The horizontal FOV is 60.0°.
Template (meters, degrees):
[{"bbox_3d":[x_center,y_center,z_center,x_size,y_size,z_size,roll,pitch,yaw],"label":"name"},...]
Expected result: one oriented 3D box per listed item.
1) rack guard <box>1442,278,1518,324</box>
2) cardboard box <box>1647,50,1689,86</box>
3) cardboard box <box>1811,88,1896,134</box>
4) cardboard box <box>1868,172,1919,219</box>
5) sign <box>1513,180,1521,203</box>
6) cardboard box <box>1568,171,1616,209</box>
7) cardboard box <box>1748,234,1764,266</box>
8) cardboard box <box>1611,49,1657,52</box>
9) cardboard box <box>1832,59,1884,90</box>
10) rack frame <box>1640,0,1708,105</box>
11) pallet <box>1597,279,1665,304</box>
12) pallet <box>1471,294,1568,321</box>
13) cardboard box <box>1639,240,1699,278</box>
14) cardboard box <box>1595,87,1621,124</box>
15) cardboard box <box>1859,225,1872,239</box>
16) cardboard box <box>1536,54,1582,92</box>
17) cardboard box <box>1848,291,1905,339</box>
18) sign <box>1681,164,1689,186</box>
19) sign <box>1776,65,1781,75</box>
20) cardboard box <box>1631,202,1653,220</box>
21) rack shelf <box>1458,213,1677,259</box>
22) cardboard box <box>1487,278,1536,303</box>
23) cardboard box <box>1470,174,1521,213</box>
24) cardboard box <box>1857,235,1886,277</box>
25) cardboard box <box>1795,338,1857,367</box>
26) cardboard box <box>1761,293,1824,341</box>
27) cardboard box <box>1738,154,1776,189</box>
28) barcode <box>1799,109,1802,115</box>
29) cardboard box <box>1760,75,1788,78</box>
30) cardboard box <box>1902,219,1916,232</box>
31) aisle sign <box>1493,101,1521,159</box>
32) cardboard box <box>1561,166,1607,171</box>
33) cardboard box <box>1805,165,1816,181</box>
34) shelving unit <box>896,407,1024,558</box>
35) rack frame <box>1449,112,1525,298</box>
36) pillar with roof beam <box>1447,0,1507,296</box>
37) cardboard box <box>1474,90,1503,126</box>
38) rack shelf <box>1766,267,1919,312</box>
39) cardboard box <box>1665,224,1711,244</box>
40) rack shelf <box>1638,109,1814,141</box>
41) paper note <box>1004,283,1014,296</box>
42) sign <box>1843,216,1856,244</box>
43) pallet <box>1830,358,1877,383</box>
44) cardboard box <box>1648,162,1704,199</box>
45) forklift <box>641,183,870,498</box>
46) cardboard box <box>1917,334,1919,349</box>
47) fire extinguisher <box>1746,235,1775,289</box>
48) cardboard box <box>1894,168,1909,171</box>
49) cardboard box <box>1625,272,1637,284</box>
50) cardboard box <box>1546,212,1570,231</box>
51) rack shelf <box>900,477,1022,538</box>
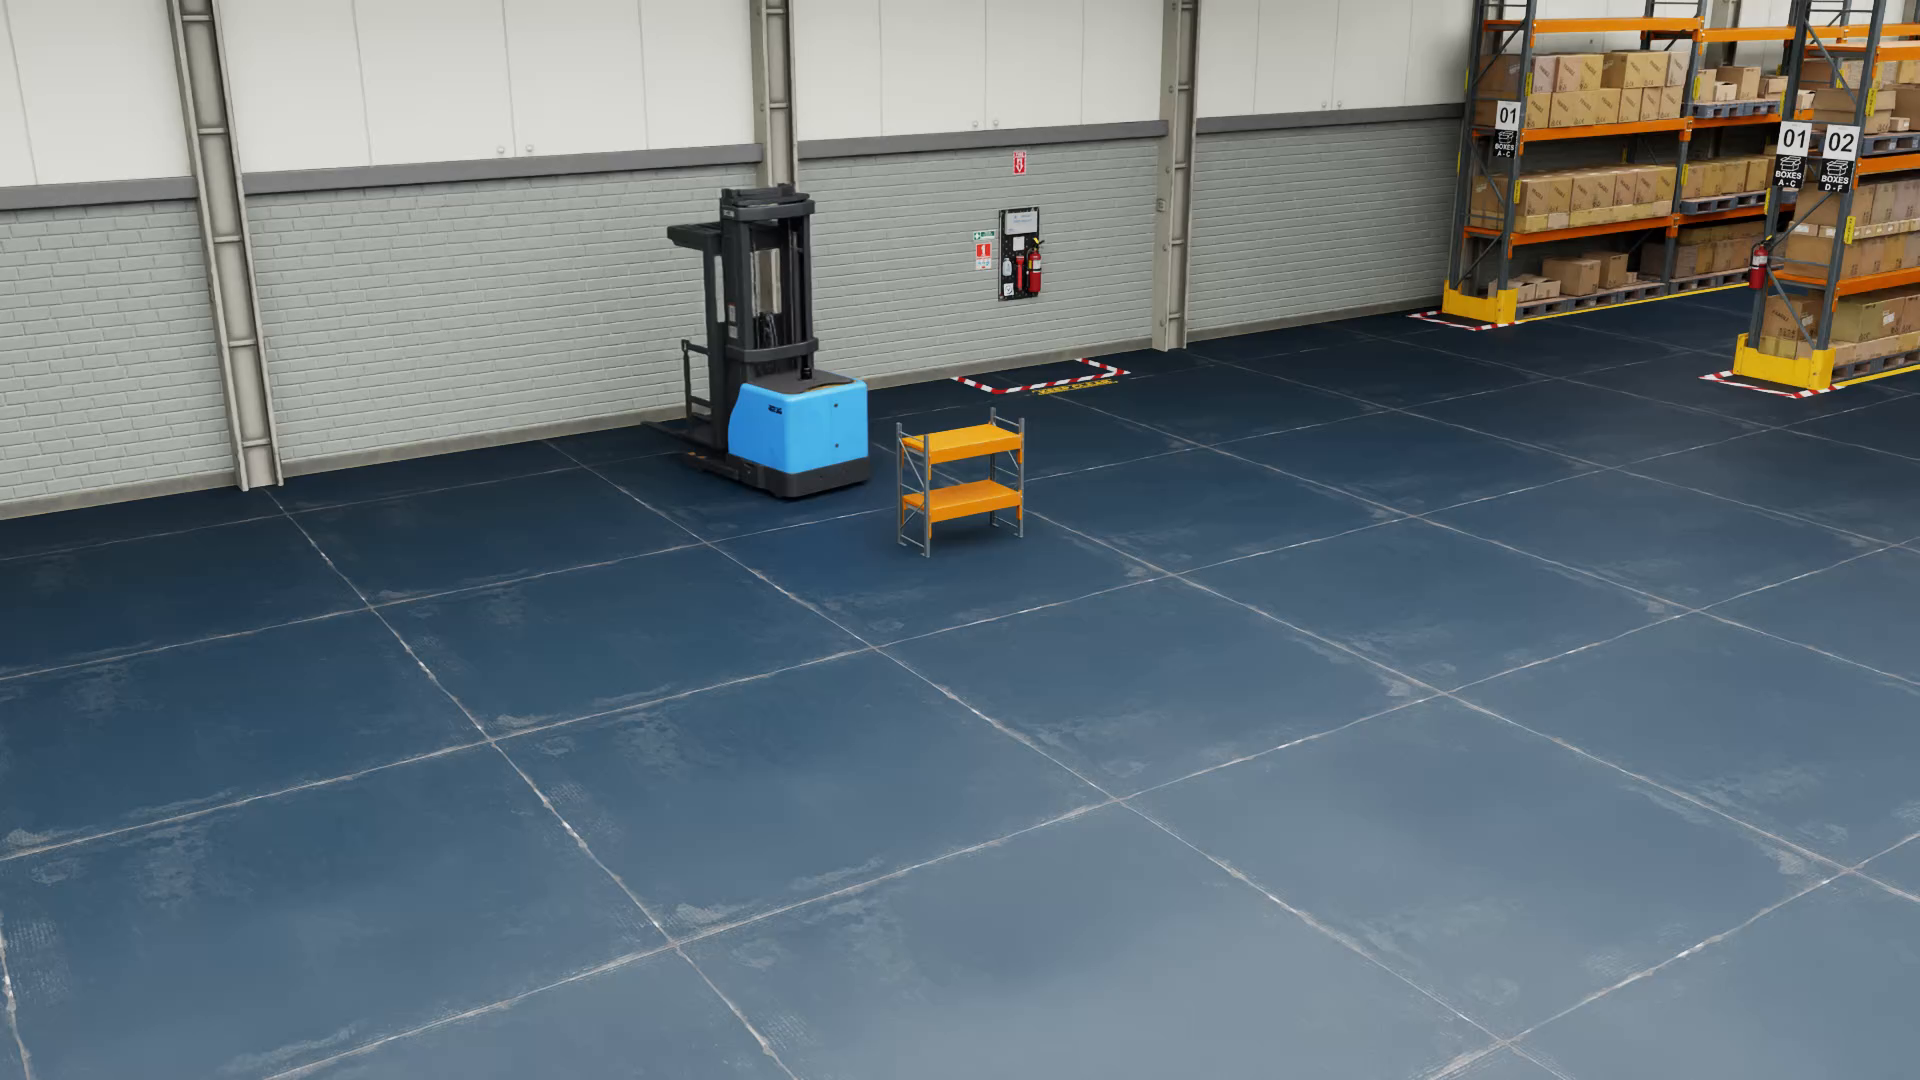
[{"bbox_3d":[7.870,-3.631,25.204,0.348,0.500,1.175,-12,22,-31],"label":"rack guard"},{"bbox_3d":[10.878,-7.297,25.713,0.500,0.500,0.500,-14,23,-36],"label":"cardboard box"},{"bbox_3d":[11.016,-5.313,20.556,0.637,0.503,0.797,-10,21,-28],"label":"cardboard box"},{"bbox_3d":[12.250,-4.499,21.686,0.500,0.500,0.700,-12,22,-31],"label":"cardboard box"},{"bbox_3d":[8.105,-5.067,24.196,0.005,0.325,0.100,-12,22,-31],"label":"sign"},{"bbox_3d":[9.648,-5.367,25.468,0.500,0.500,0.500,-11,22,-30],"label":"cardboard box"},{"bbox_3d":[13.421,-5.035,28.669,0.500,0.500,0.700,-12,22,-31],"label":"cardboard box"},{"bbox_3d":[10.581,-7.448,26.159,0.500,0.500,0.500,-11,22,-30],"label":"cardboard box"},{"bbox_3d":[15.744,-8.190,29.259,0.500,0.500,0.700,-11,21,-29],"label":"cardboard box"},{"bbox_3d":[11.147,-8.348,25.887,0.127,3.000,1.000,-12,22,-31],"label":"rack frame"},{"bbox_3d":[10.605,-4.057,26.917,1.213,0.211,1.003,-12,22,-31],"label":"pallet"},{"bbox_3d":[8.568,-3.628,25.646,1.213,0.211,1.003,-12,22,-31],"label":"pallet"},{"bbox_3d":[11.752,-4.665,27.575,0.500,0.500,0.700,-11,22,-30],"label":"cardboard box"},{"bbox_3d":[9.558,-6.549,25.062,0.500,0.500,0.500,-10,21,-28],"label":"cardboard box"},{"bbox_3d":[11.199,-3.891,20.901,0.250,0.149,0.380,-13,22,-33],"label":"cardboard box"},{"bbox_3d":[8.708,-6.831,24.334,0.500,0.500,0.500,-12,22,-32],"label":"cardboard box"},{"bbox_3d":[11.931,-2.944,21.736,0.500,0.500,0.500,-12,22,-31],"label":"cardboard box"},{"bbox_3d":[11.452,-5.773,26.284,0.005,0.325,0.100,-12,22,-31],"label":"sign"},{"bbox_3d":[14.189,-8.064,28.800,0.005,0.325,0.100,-12,22,-31],"label":"sign"},{"bbox_3d":[10.497,-5.195,26.129,0.500,0.250,0.500,-12,22,-31],"label":"cardboard box"},{"bbox_3d":[9.477,-4.813,25.921,4.000,0.370,1.077,-12,22,-31],"label":"rack shelf"},{"bbox_3d":[8.434,-3.834,25.414,0.500,0.311,0.500,-15,24,-37],"label":"cardboard box"},{"bbox_3d":[8.083,-5.235,25.079,0.500,0.500,0.500,-12,22,-32],"label":"cardboard box"},{"bbox_3d":[11.367,-3.697,21.341,0.500,0.500,0.700,-11,22,-30],"label":"cardboard box"},{"bbox_3d":[11.104,-2.409,21.323,0.500,0.250,0.500,-12,22,-31],"label":"cardboard box"},{"bbox_3d":[10.818,-2.903,21.615,0.500,0.500,0.500,-12,22,-31],"label":"cardboard box"},{"bbox_3d":[13.649,-6.275,28.280,0.500,0.500,0.700,-14,23,-36],"label":"cardboard box"},{"bbox_3d":[10.520,-5.355,20.812,0.075,0.075,0.001,-12,22,-31],"label":"barcode"},{"bbox_3d":[13.760,-7.623,28.240,0.500,0.500,0.500,-12,22,-31],"label":"cardboard box"},{"bbox_3d":[12.054,-4.071,21.434,0.250,0.149,0.380,-12,22,-32],"label":"cardboard box"},{"bbox_3d":[7.911,-5.940,24.073,0.004,0.787,0.394,-12,22,-31],"label":"aisle sign"},{"bbox_3d":[9.786,-5.597,26.147,0.500,0.500,0.500,-11,22,-30],"label":"cardboard box"},{"bbox_3d":[15.034,-6.426,28.916,0.500,0.500,0.500,-11,22,-30],"label":"cardboard box"},{"bbox_3d":[0.006,-0.534,15.068,1.048,1.125,0.538,-12,22,-31],"label":"shelving unit"},{"bbox_3d":[7.806,-4.802,24.764,0.127,3.000,1.000,-12,22,-31],"label":"rack frame"},{"bbox_3d":[10.283,-6.847,21.446,0.400,9.000,9.100,-12,22,-31],"label":"pillar with roof beam"},{"bbox_3d":[8.015,-6.421,24.682,0.500,0.500,0.500,-10,21,-28],"label":"cardboard box"},{"bbox_3d":[12.204,-3.489,22.004,4.000,0.370,1.077,-12,22,-31],"label":"rack shelf"},{"bbox_3d":[12.118,-5.098,27.687,0.500,0.250,0.500,-12,22,-33],"label":"cardboard box"},{"bbox_3d":[12.817,-6.939,27.525,4.000,0.370,1.077,-12,22,-31],"label":"rack shelf"},{"bbox_3d":[0.633,-3.244,21.533,0.142,0.148,0.016,-12,22,-31],"label":"paper note"},{"bbox_3d":[10.834,-3.775,20.253,0.005,0.325,0.100,-12,22,-31],"label":"sign"},{"bbox_3d":[11.149,-2.302,21.725,1.213,0.211,1.003,-12,22,-31],"label":"pallet"},{"bbox_3d":[11.591,-5.843,27.000,0.500,0.500,0.700,-12,22,-31],"label":"cardboard box"},{"bbox_3d":[-2.275,-2.197,17.166,1.130,2.935,3.031,-16,25,-40],"label":"forklift"},{"bbox_3d":[12.775,-2.761,22.365,0.500,0.250,0.500,-12,22,-31],"label":"cardboard box"},{"bbox_3d":[10.180,-3.544,21.165,0.183,0.674,0.296,-12,22,-31],"label":"fire extinguisher"},{"bbox_3d":[16.737,-6.786,29.981,0.500,0.500,0.500,-12,22,-31],"label":"cardboard box"},{"bbox_3d":[10.717,-4.270,26.929,0.250,0.166,0.380,-16,24,-38],"label":"cardboard box"},{"bbox_3d":[8.814,-4.836,25.070,0.500,0.250,0.500,-13,22,-33],"label":"cardboard box"},{"bbox_3d":[0.006,-0.302,15.146,1.000,0.278,0.538,-12,22,-31],"label":"rack shelf"}]
